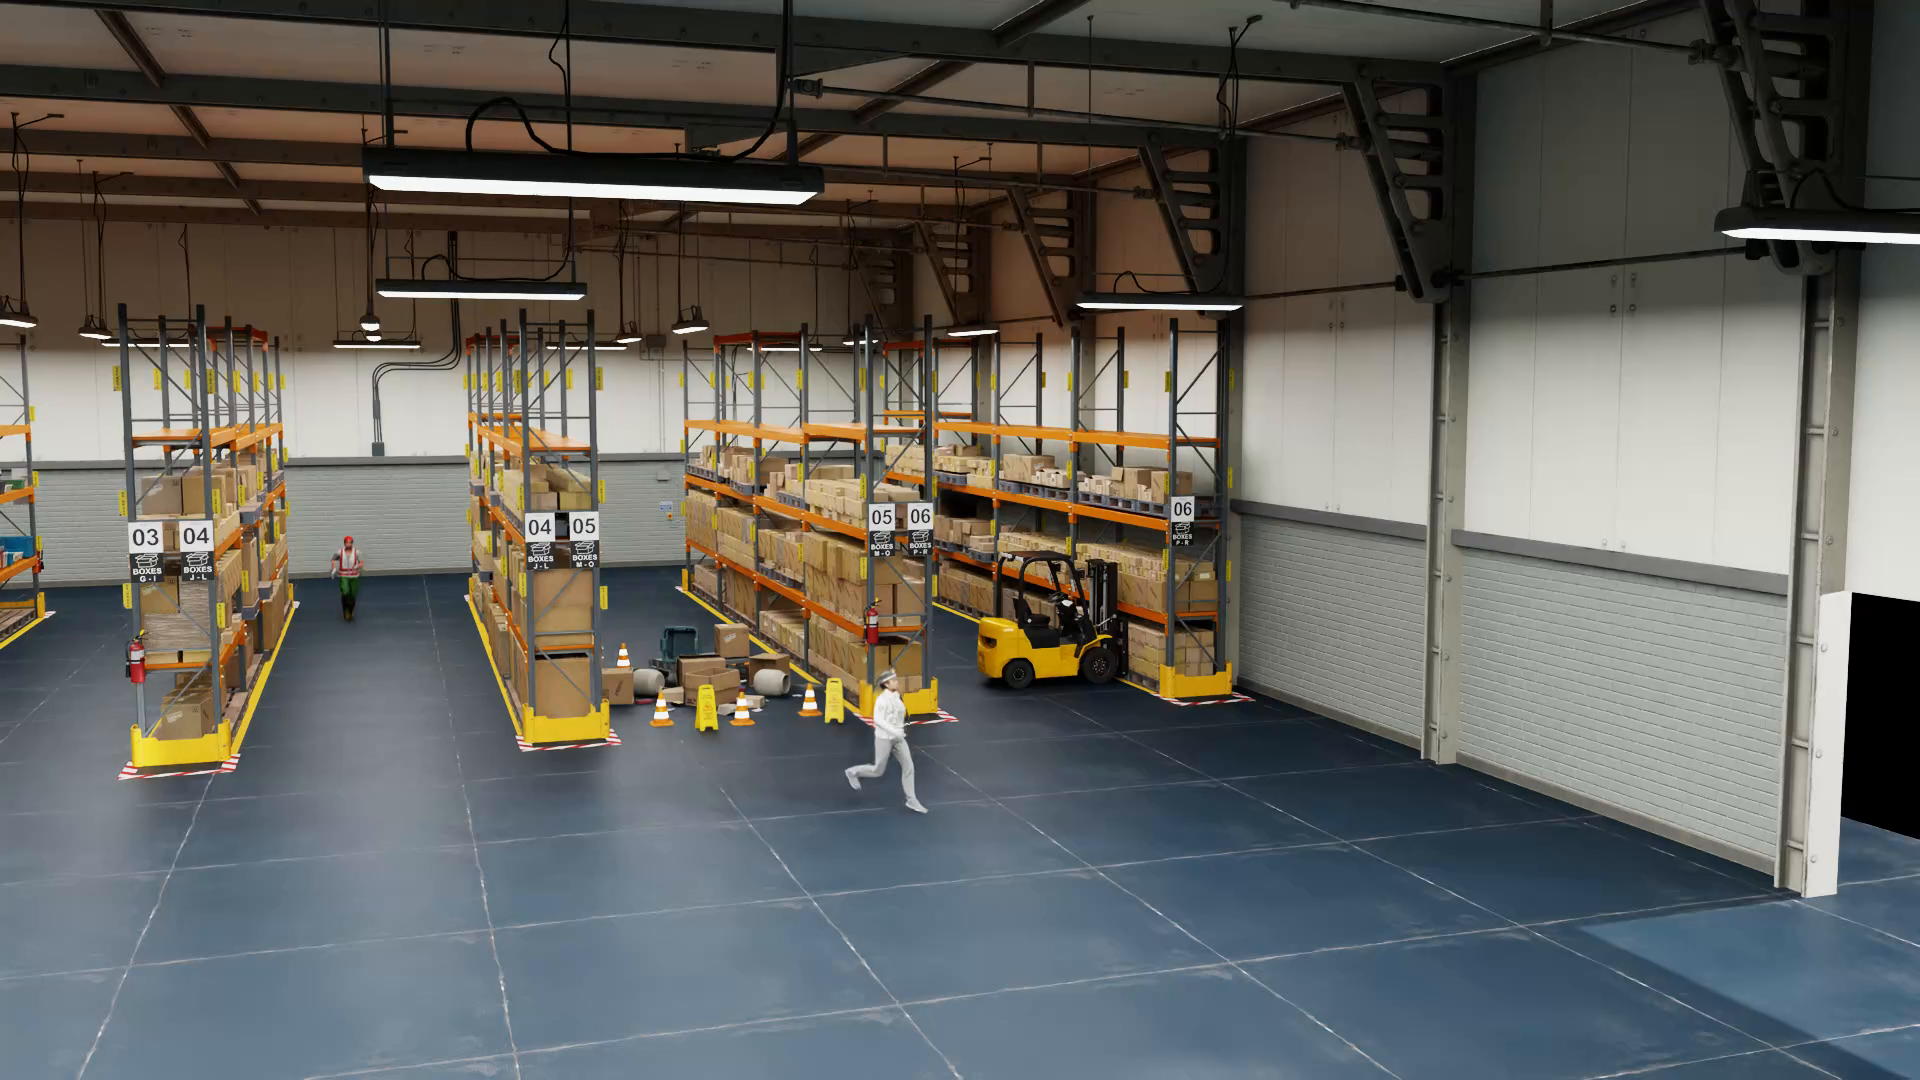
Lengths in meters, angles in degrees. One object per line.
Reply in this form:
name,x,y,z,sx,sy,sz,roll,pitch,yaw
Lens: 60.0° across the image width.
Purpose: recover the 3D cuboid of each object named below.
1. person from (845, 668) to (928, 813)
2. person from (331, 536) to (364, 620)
person,-0.865,2.339,19.529,1.053,1.696,0.588,3,6,29
person,-12.865,0.798,34.981,0.647,1.780,0.791,-3,6,-27
